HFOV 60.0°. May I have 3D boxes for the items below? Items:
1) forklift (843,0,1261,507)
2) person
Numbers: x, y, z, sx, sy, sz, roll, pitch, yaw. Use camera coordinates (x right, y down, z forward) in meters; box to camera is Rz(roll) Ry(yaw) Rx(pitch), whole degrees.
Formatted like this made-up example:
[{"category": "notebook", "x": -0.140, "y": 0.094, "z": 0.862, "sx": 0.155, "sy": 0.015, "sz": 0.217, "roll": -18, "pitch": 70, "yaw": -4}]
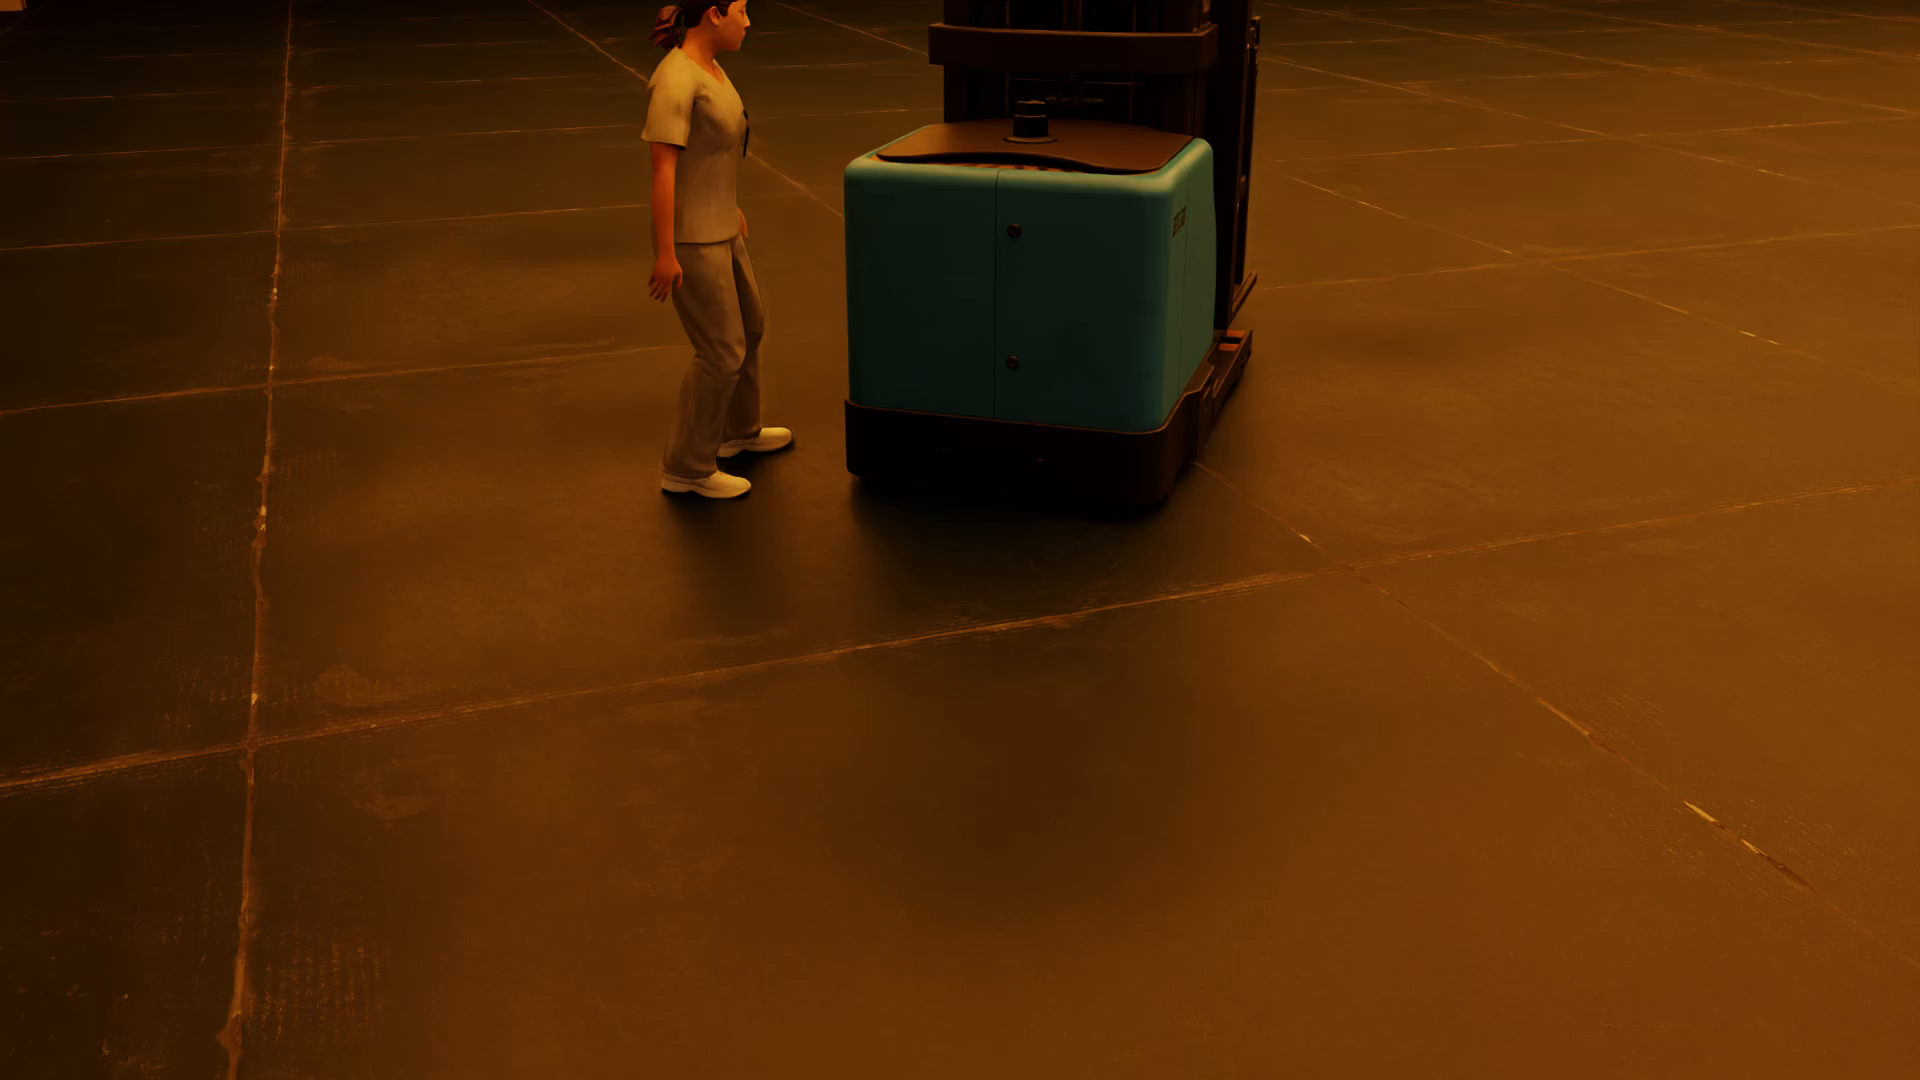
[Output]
[{"category": "forklift", "x": 0.550, "y": -1.997, "z": 6.047, "sx": 1.130, "sy": 2.935, "sz": 3.031, "roll": 7, "pitch": 24, "yaw": 16}, {"category": "person", "x": -0.796, "y": -0.965, "z": 5.256, "sx": 0.363, "sy": 1.648, "sz": 0.749, "roll": 1, "pitch": 23, "yaw": 3}]
